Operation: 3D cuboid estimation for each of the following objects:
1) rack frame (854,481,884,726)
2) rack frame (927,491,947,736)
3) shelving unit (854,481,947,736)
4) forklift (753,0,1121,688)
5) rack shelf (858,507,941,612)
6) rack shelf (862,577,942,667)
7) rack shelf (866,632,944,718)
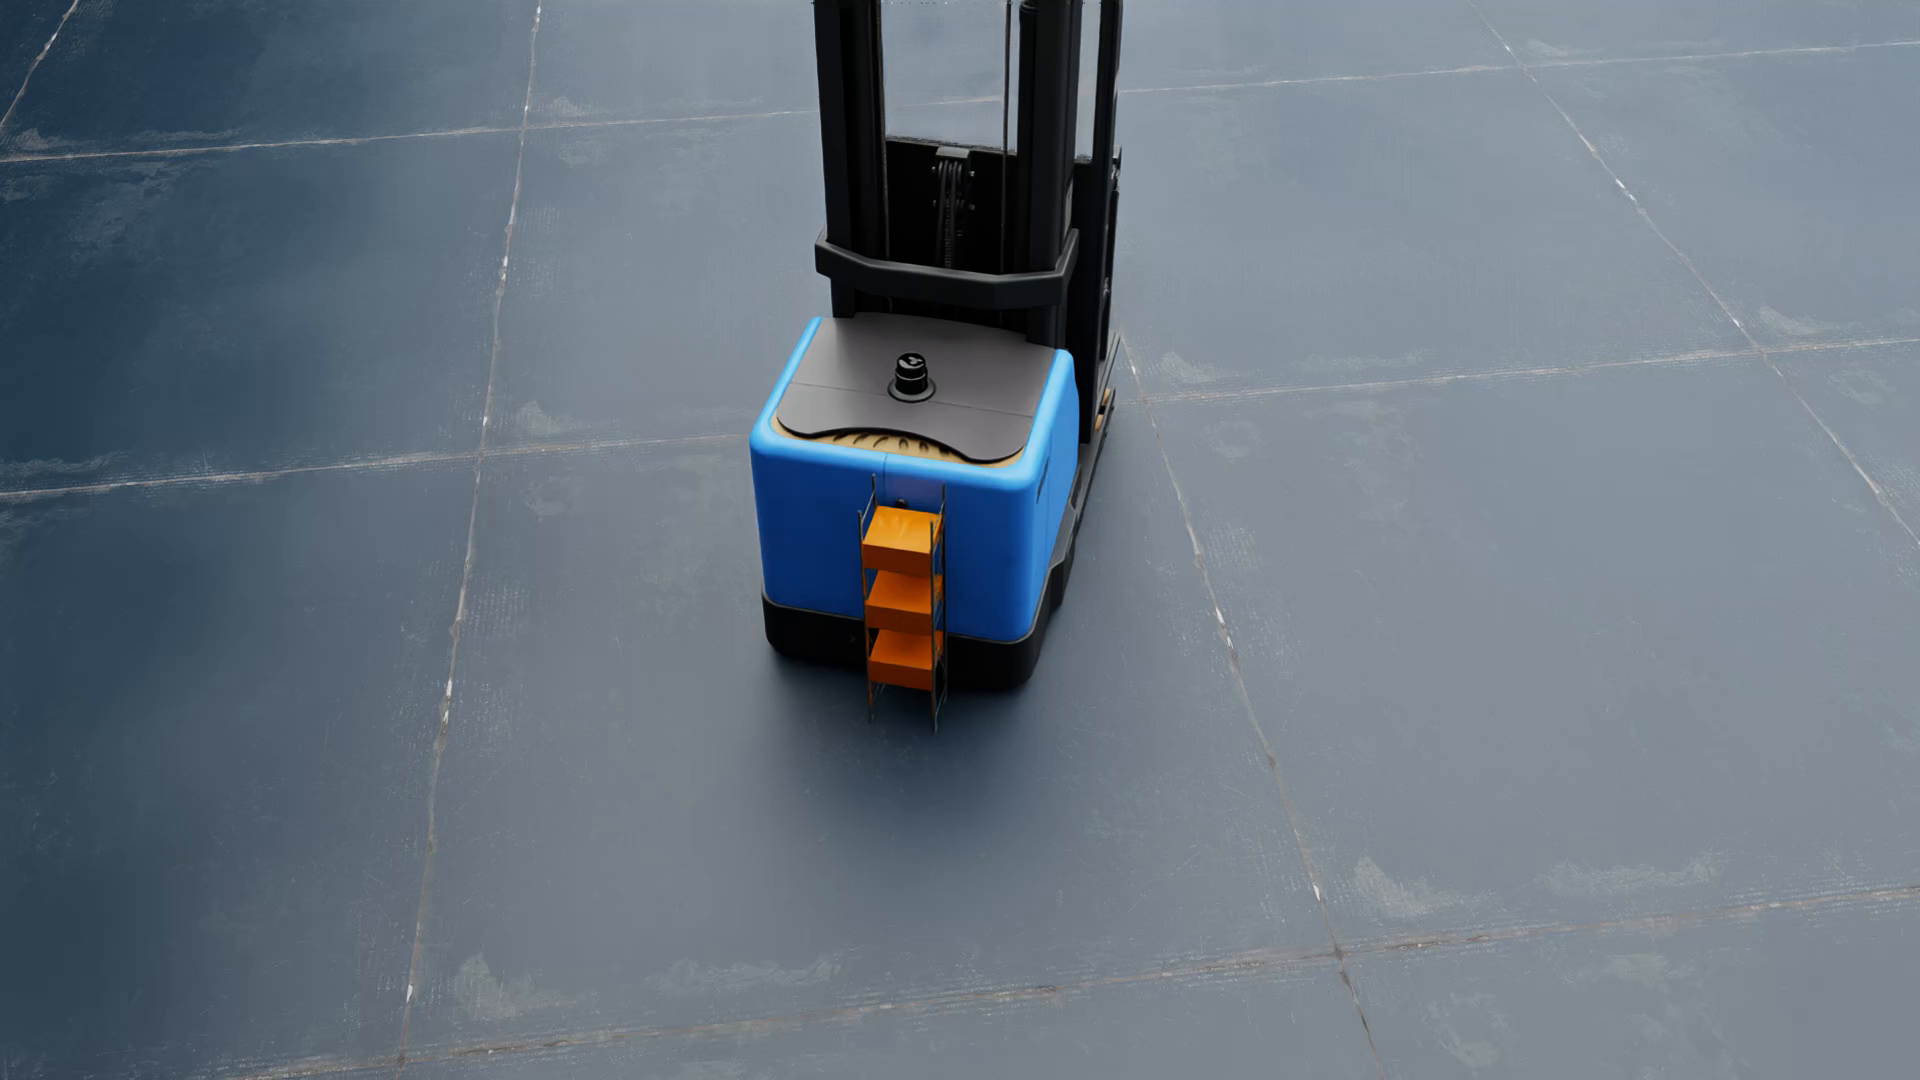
[{"bbox_3d":[-0.318,0.245,5.885,0.008,1.050,0.200,8,45,9],"label":"rack frame"},{"bbox_3d":[-0.079,0.280,5.846,0.008,1.050,0.200,8,45,9],"label":"rack frame"},{"bbox_3d":[-0.199,0.262,5.866,0.252,1.050,0.215,8,45,9],"label":"shelving unit"},{"bbox_3d":[0.067,-1.530,6.455,1.130,2.935,3.031,8,43,9],"label":"forklift"},{"bbox_3d":[-0.201,0.067,5.675,0.240,0.259,0.215,8,45,9],"label":"rack shelf"},{"bbox_3d":[-0.199,0.270,5.873,0.240,0.259,0.215,8,45,9],"label":"rack shelf"},{"bbox_3d":[-0.196,0.469,6.067,0.240,0.259,0.215,8,45,9],"label":"rack shelf"}]
